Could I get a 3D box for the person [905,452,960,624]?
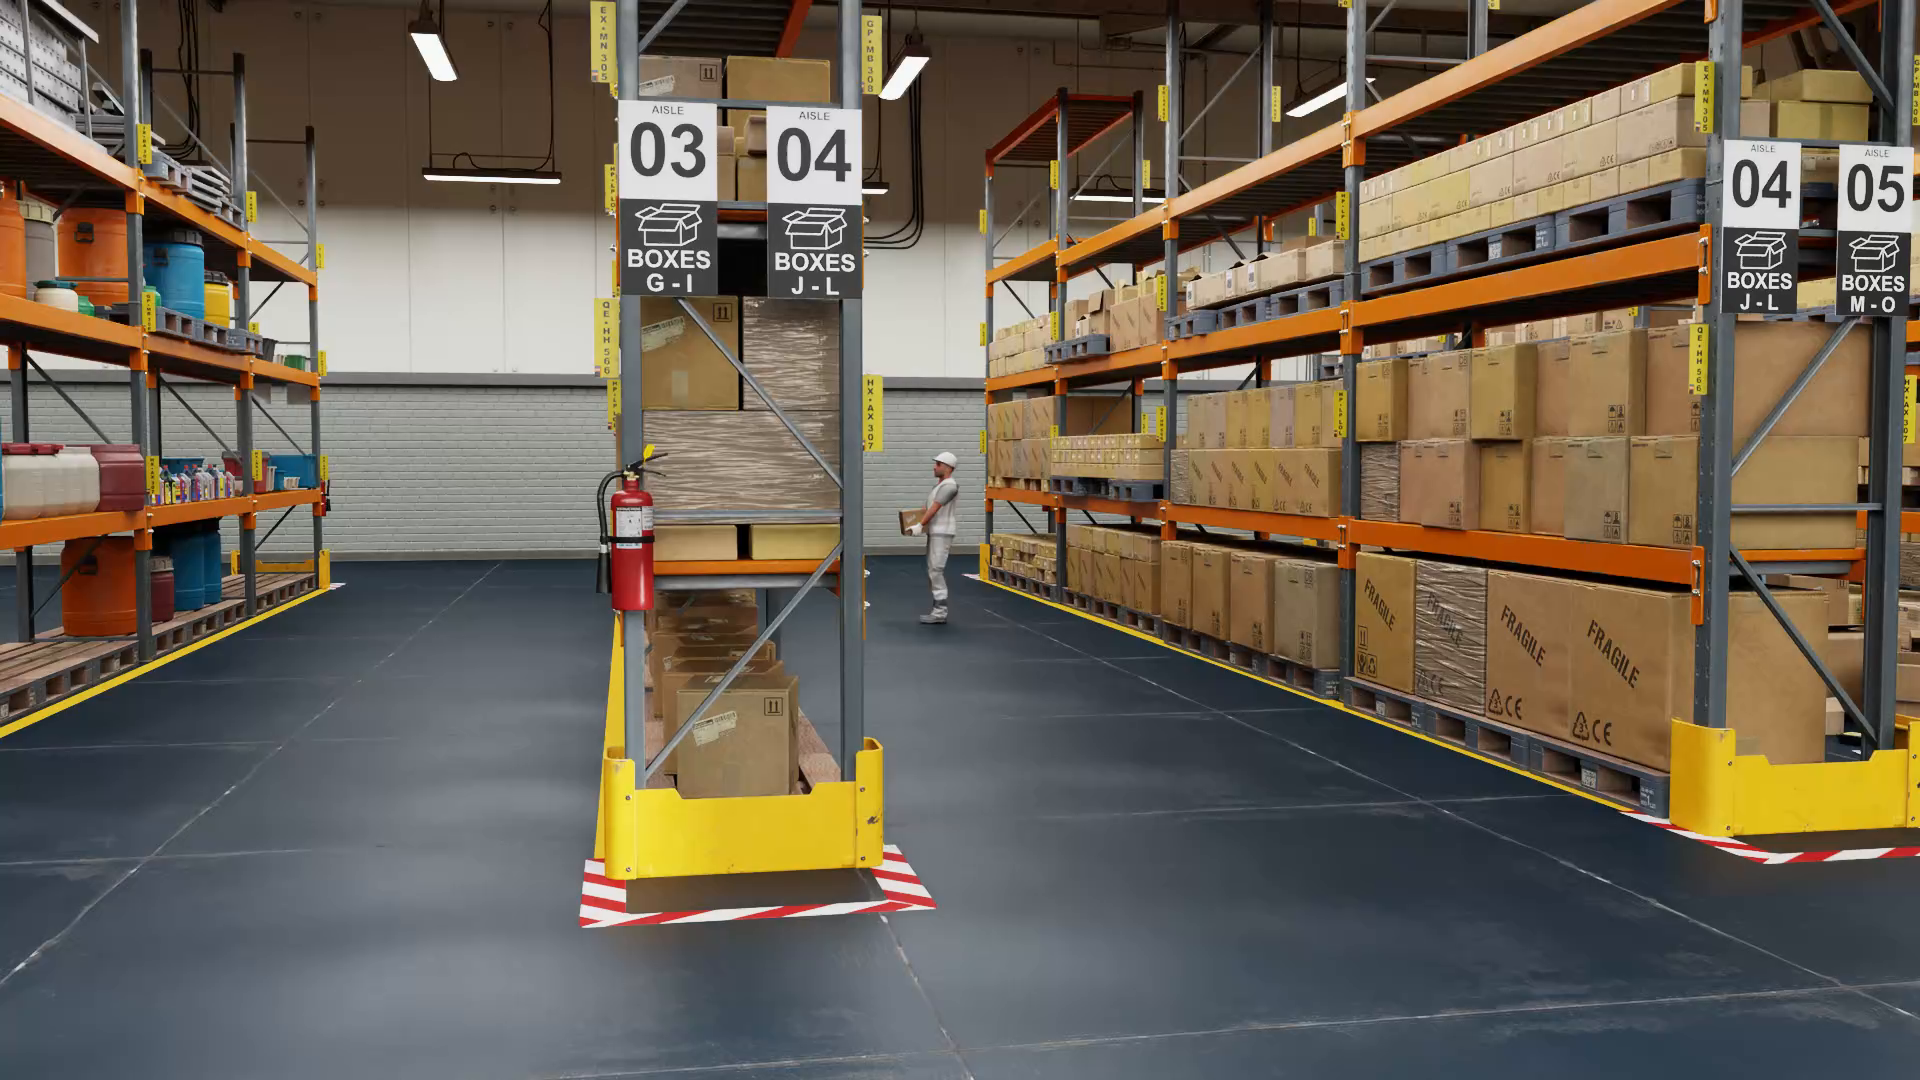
[{"bbox_3d":[-0.309,-0.024,17.341,0.570,1.782,0.493,-1,3,-11],"label":"person"}]
